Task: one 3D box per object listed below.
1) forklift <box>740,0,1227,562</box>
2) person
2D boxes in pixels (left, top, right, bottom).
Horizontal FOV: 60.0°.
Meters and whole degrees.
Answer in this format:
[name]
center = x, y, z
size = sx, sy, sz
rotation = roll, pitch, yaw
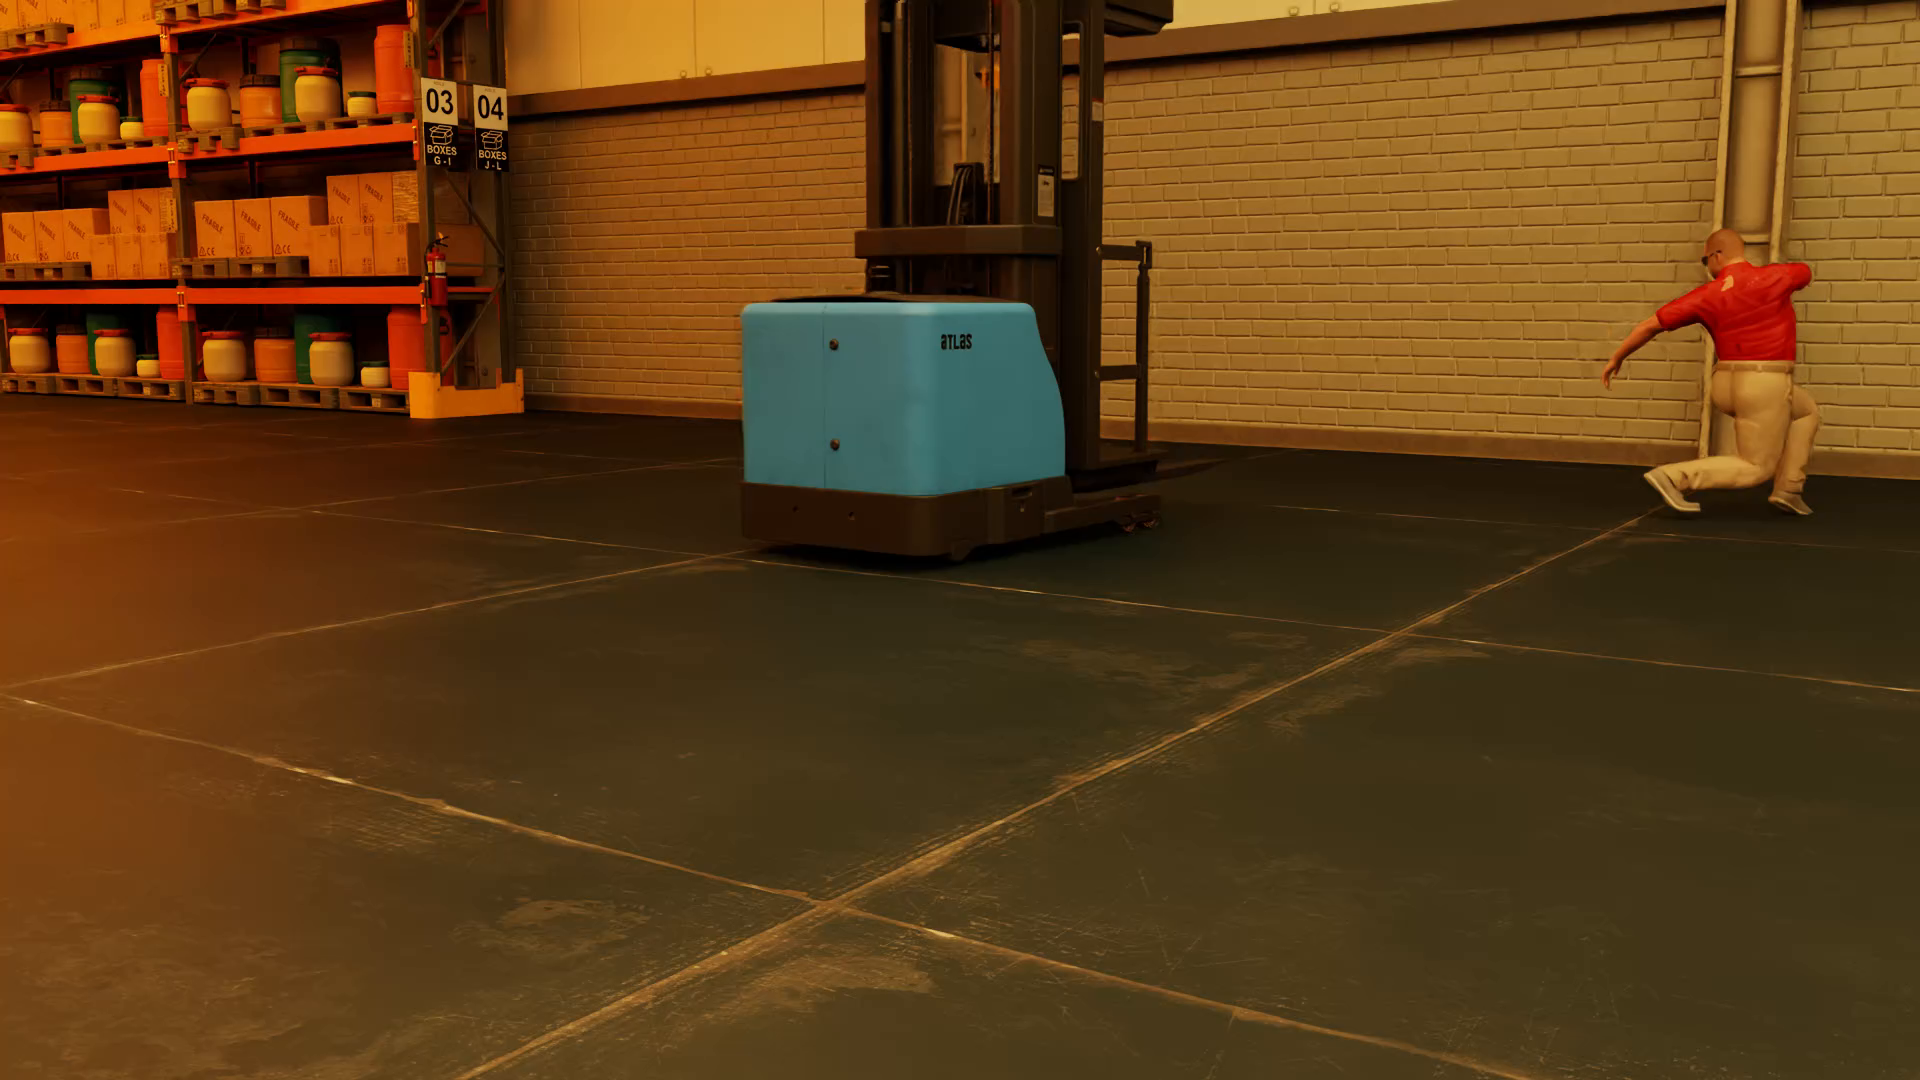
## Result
[forklift]
center = 0.314, -1.525, 7.917
size = 1.130, 2.935, 3.031
rotation = 6, 10, 35
[person]
center = 3.884, -0.840, 8.513
size = 0.984, 1.477, 0.825
rotation = -3, 9, -21
